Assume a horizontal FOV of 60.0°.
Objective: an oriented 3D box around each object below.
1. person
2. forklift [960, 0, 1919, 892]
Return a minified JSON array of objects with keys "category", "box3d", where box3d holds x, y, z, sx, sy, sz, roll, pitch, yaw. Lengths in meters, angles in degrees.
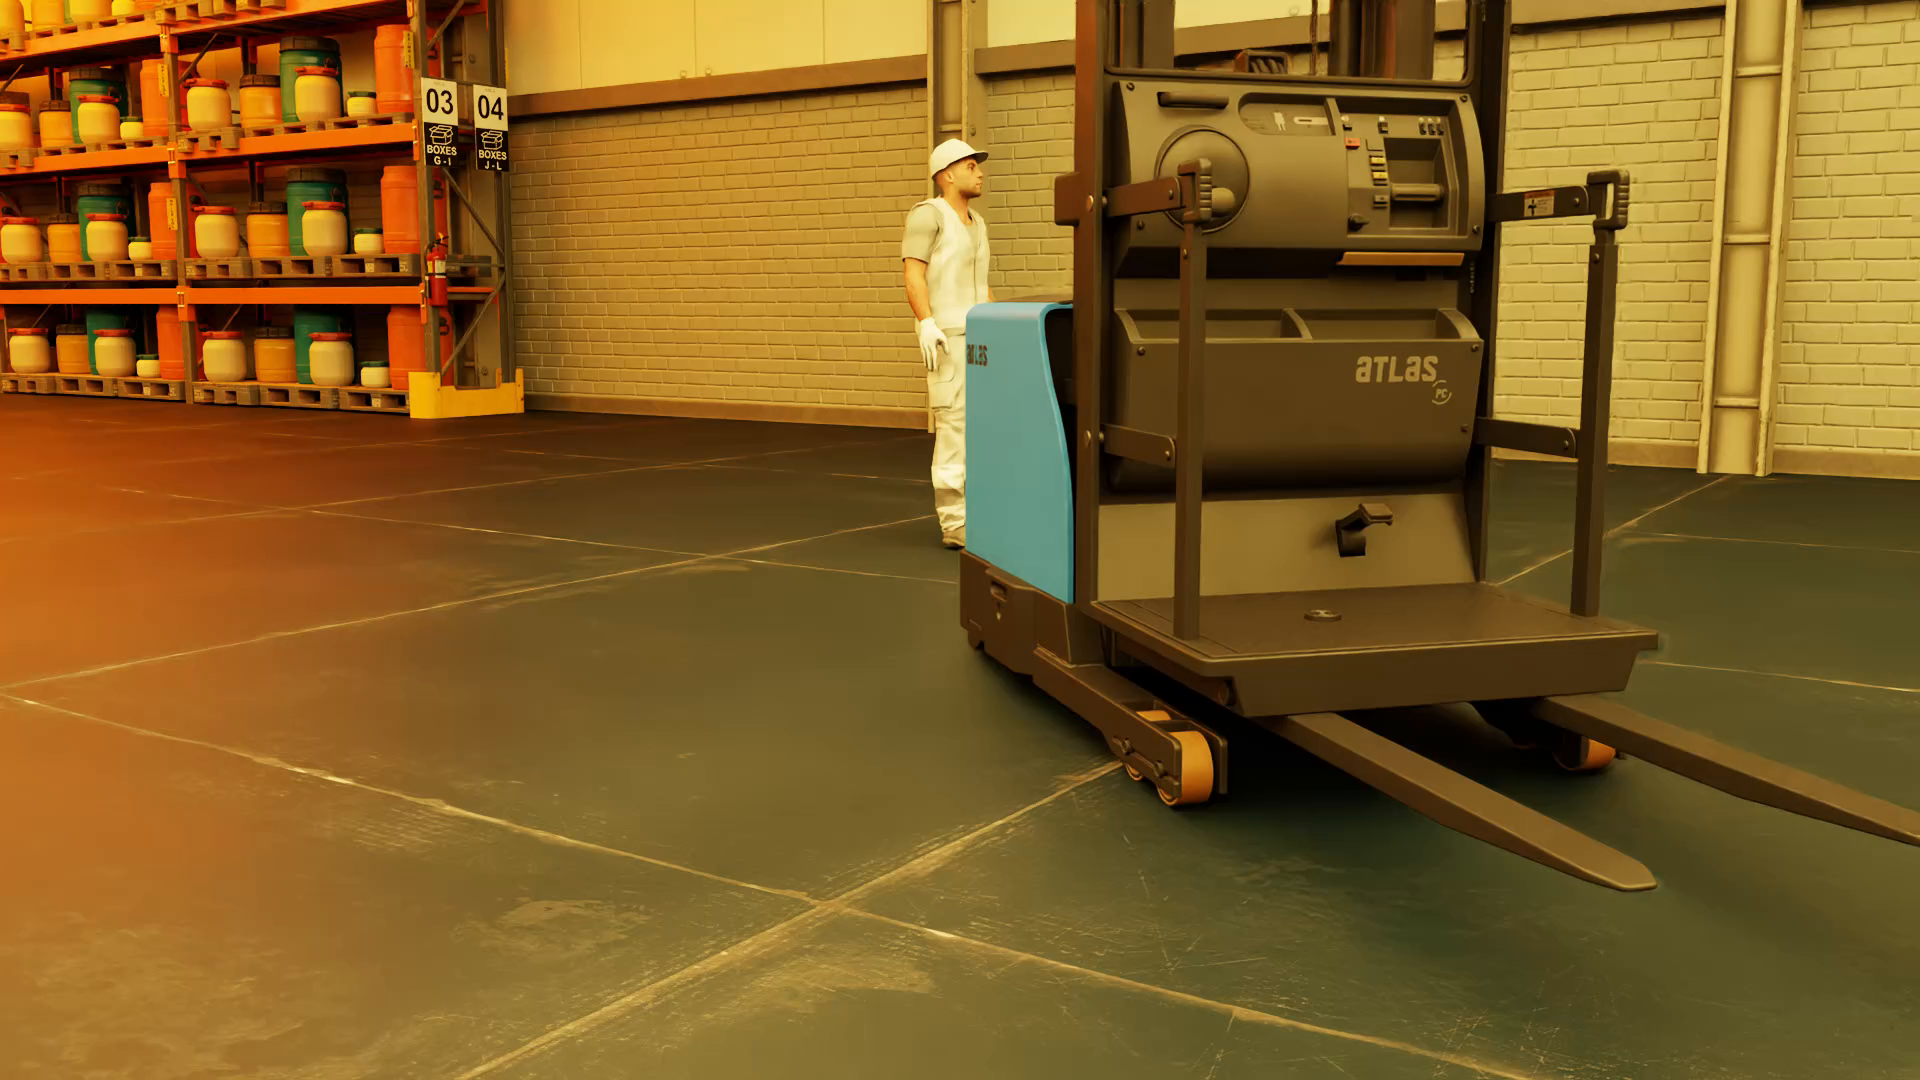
[{"category":"person","box3d":[0.061,-0.885,7.423,0.562,1.789,0.638,5,10,34]},{"category":"forklift","box3d":[0.888,-0.938,3.790,1.130,2.935,3.031,-2,8,-15]}]
